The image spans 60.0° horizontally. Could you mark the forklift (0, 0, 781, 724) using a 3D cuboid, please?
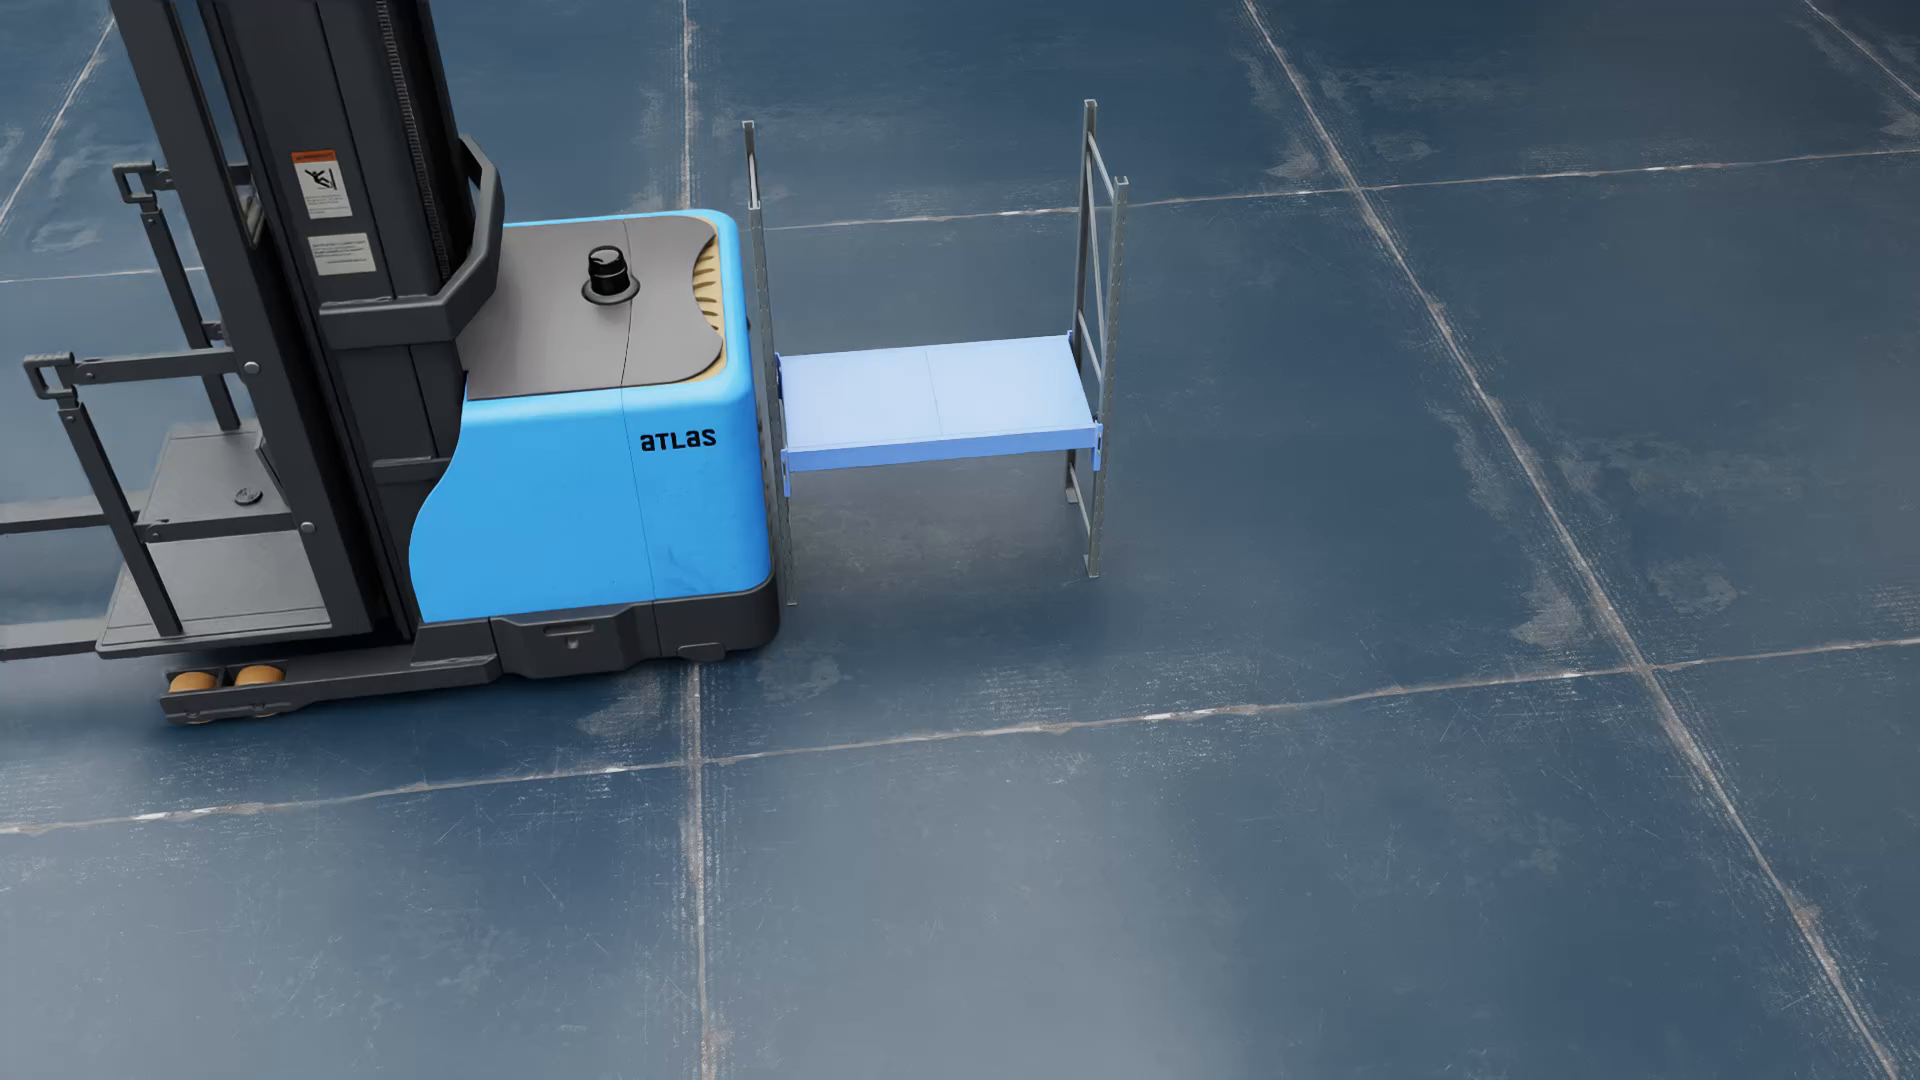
[{"bbox_3d":[-2.138,-0.902,4.562,3.031,2.935,1.130,-6,42,-6],"label":"forklift"}]

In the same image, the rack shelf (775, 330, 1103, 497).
[{"bbox_3d":[-0.085,-0.416,5.360,1.000,0.185,0.538,-5,42,-6],"label":"rack shelf"}]

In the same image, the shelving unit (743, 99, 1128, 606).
[{"bbox_3d":[-0.085,-0.549,5.239,1.048,1.500,0.538,-5,42,-6],"label":"shelving unit"}]

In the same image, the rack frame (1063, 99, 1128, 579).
[{"bbox_3d":[0.419,-0.594,5.288,0.032,1.500,0.500,-5,42,-6],"label":"rack frame"}]

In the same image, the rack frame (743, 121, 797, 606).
[{"bbox_3d":[-0.589,-0.505,5.190,0.032,1.500,0.500,-5,42,-6],"label":"rack frame"}]
